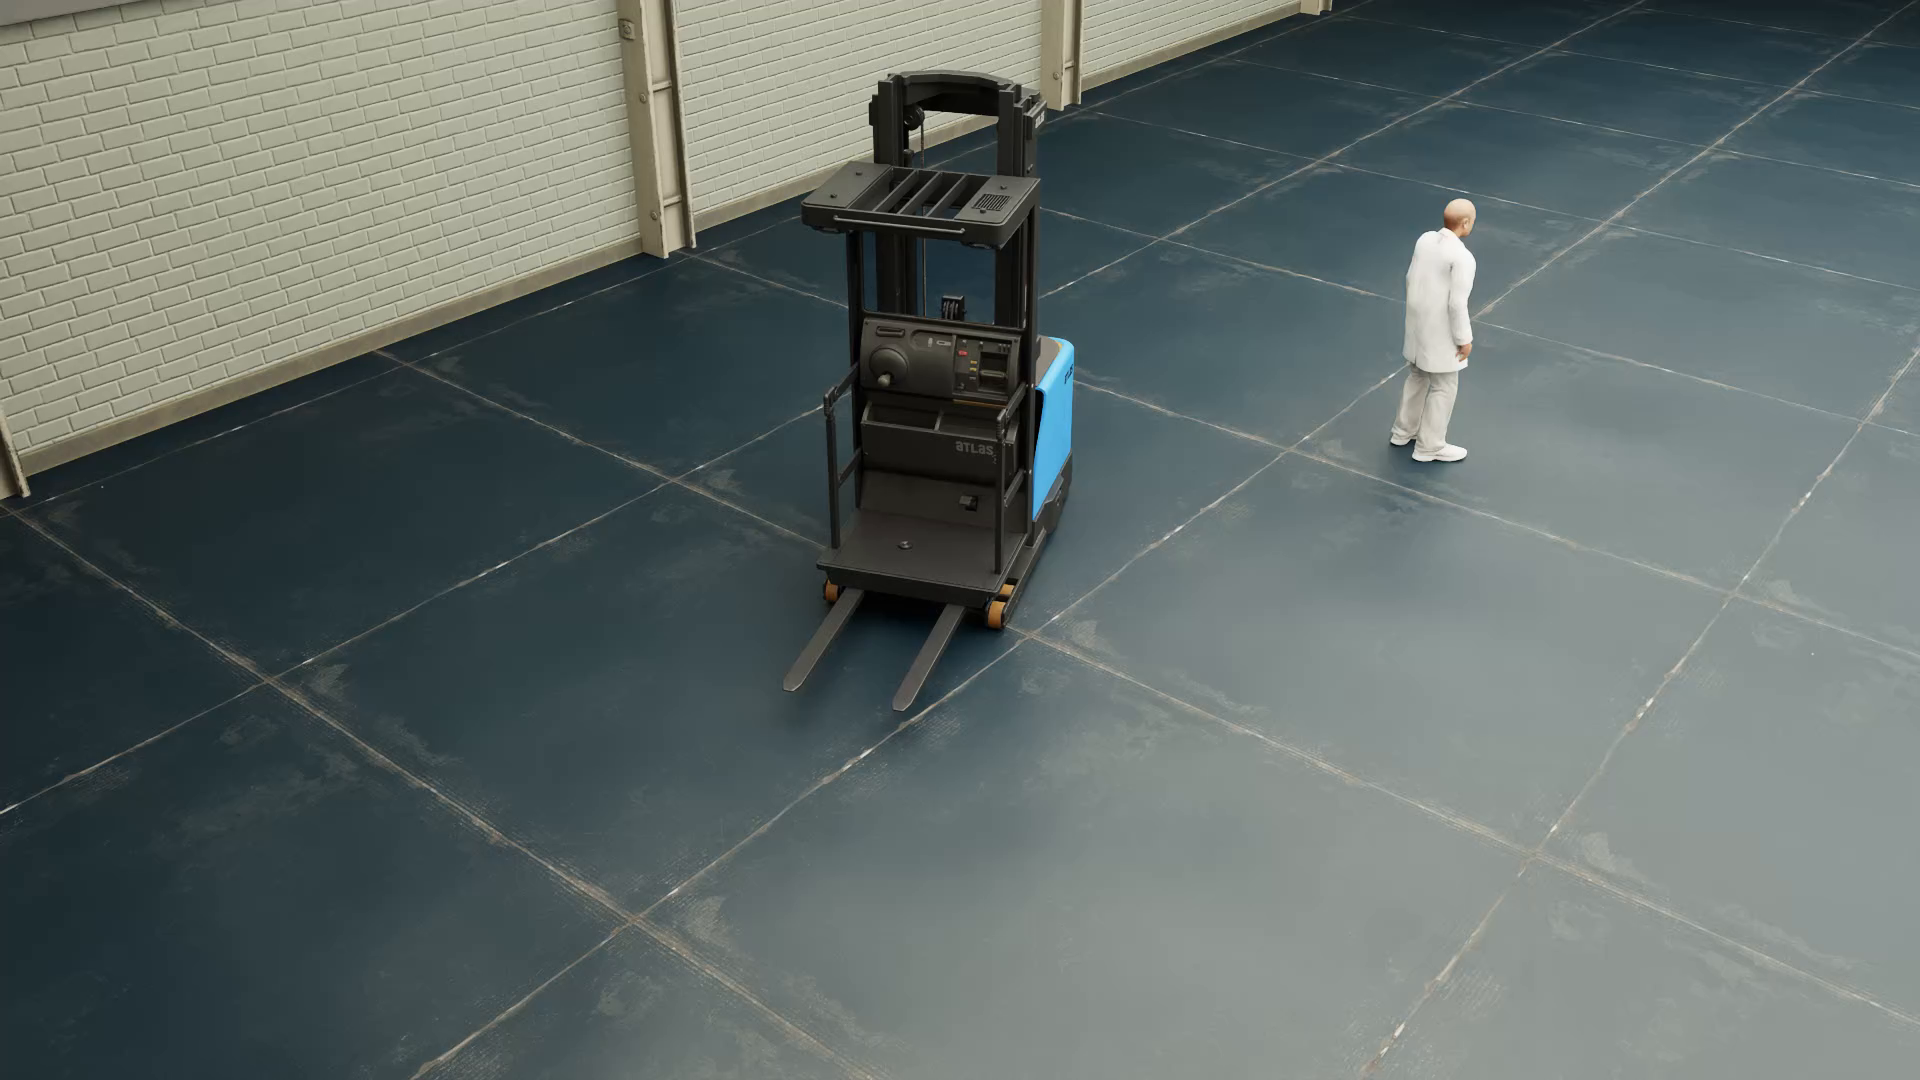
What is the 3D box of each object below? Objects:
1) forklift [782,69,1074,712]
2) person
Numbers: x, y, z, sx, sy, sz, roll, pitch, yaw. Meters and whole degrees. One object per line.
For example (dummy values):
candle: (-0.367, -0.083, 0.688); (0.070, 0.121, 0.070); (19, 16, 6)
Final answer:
forklift: (-0.176, -0.972, 9.258); (1.130, 2.935, 3.031); (9, 31, 14)
person: (3.206, -1.417, 11.166); (0.421, 1.775, 0.642); (-10, 32, -17)
